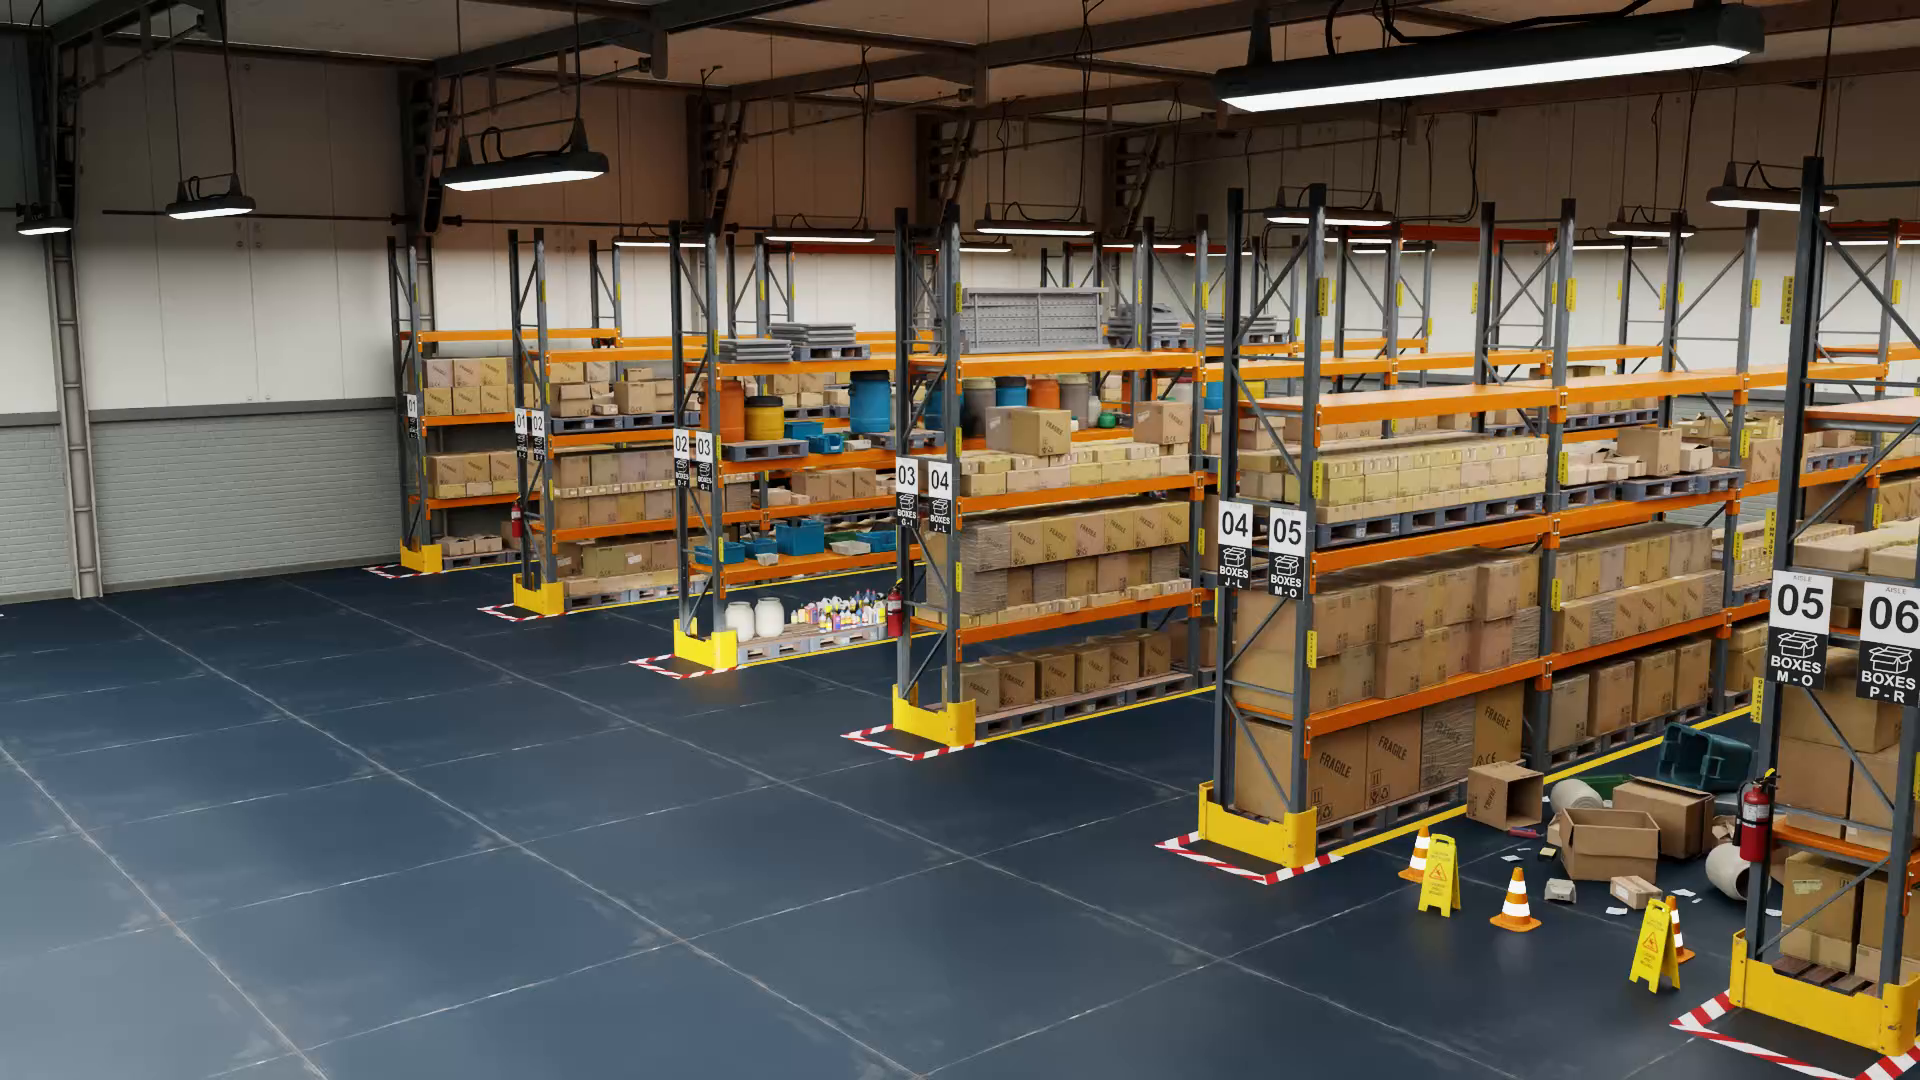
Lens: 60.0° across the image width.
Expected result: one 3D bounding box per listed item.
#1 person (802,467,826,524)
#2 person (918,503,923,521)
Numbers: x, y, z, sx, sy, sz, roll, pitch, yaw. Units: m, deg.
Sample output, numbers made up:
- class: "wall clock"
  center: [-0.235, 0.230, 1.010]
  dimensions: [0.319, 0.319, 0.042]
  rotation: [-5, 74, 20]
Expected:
- class: "person"
  center: [-2.907, -0.745, 33.218]
  dimensions: [0.717, 1.647, 0.770]
  rotation: [5, 10, 32]
- class: "person"
  center: [-0.870, -1.003, 34.926]
  dimensions: [0.586, 1.627, 0.534]
  rotation: [6, 11, 33]
